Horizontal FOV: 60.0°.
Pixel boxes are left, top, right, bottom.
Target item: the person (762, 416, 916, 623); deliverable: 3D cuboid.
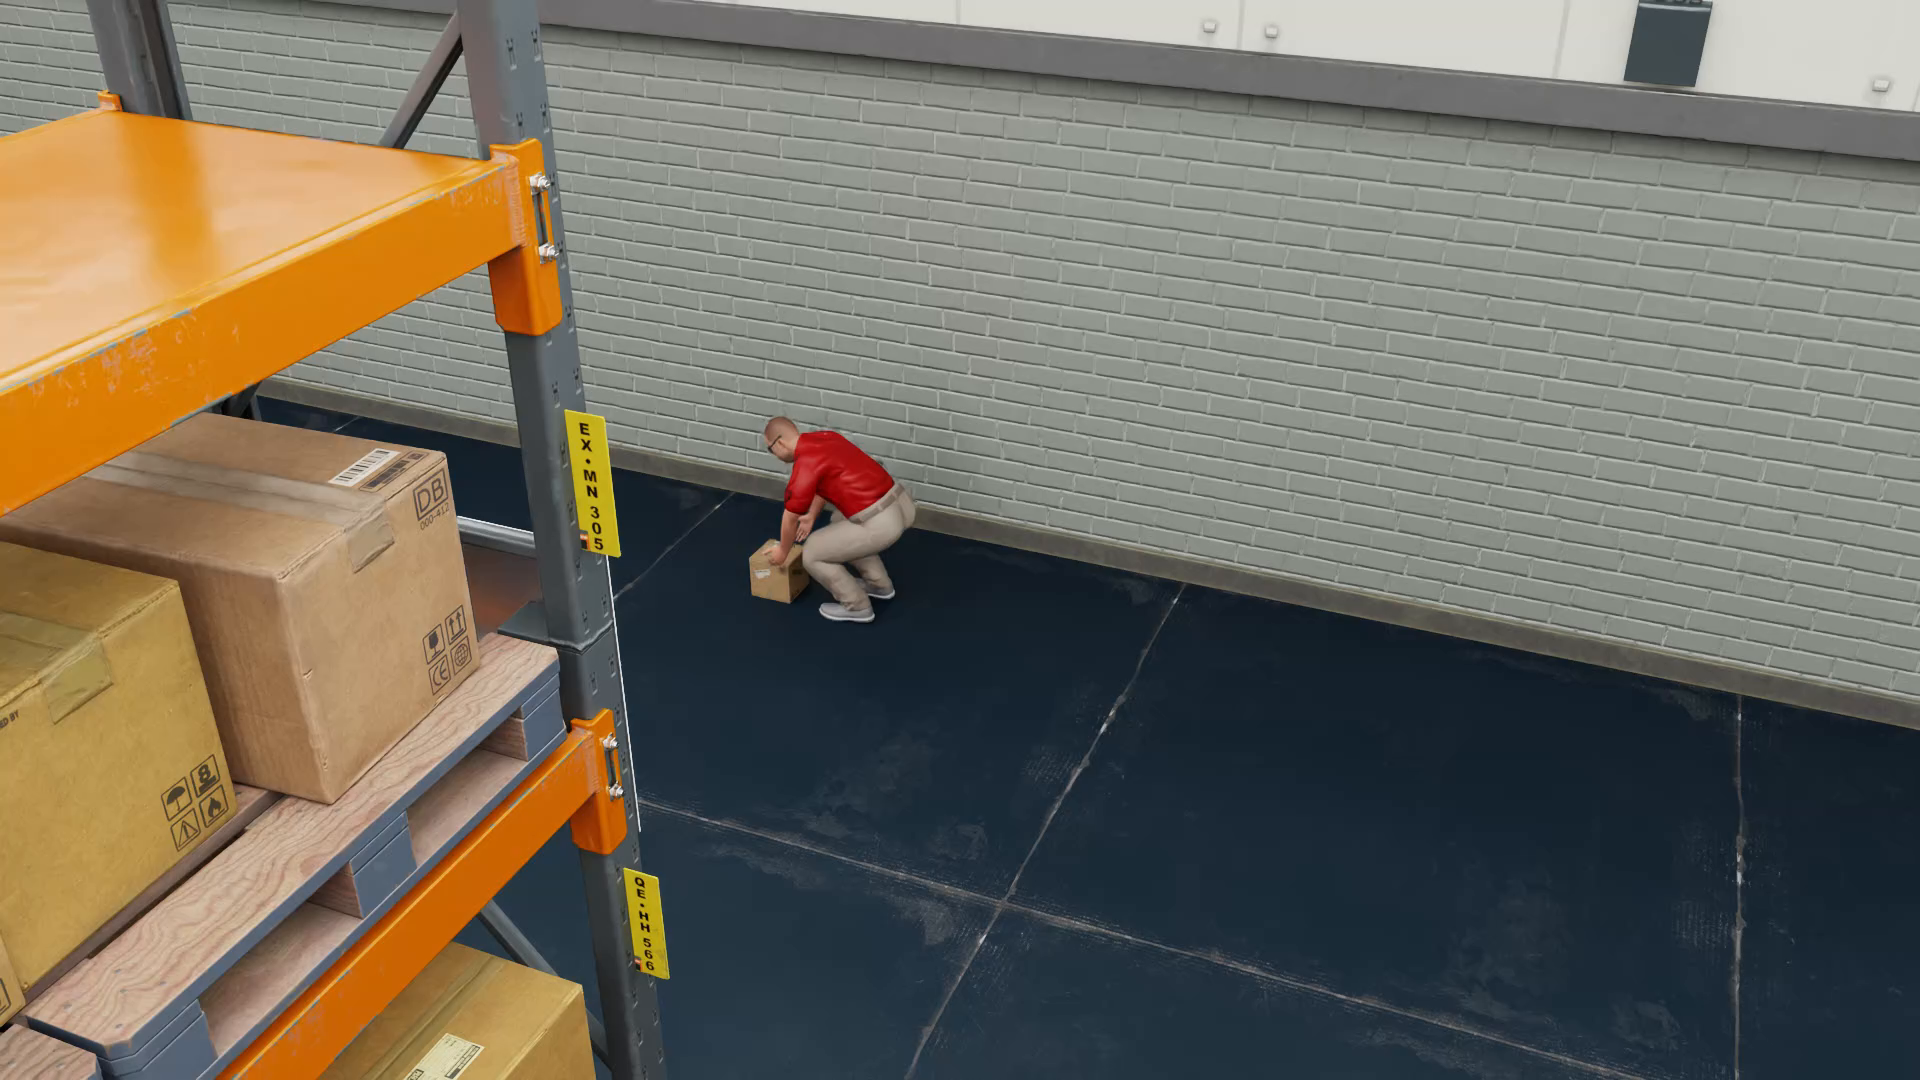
[{"bbox_3d":[-0.678,-0.120,9.232,0.823,1.142,0.577,11,31,19],"label":"person"}]
